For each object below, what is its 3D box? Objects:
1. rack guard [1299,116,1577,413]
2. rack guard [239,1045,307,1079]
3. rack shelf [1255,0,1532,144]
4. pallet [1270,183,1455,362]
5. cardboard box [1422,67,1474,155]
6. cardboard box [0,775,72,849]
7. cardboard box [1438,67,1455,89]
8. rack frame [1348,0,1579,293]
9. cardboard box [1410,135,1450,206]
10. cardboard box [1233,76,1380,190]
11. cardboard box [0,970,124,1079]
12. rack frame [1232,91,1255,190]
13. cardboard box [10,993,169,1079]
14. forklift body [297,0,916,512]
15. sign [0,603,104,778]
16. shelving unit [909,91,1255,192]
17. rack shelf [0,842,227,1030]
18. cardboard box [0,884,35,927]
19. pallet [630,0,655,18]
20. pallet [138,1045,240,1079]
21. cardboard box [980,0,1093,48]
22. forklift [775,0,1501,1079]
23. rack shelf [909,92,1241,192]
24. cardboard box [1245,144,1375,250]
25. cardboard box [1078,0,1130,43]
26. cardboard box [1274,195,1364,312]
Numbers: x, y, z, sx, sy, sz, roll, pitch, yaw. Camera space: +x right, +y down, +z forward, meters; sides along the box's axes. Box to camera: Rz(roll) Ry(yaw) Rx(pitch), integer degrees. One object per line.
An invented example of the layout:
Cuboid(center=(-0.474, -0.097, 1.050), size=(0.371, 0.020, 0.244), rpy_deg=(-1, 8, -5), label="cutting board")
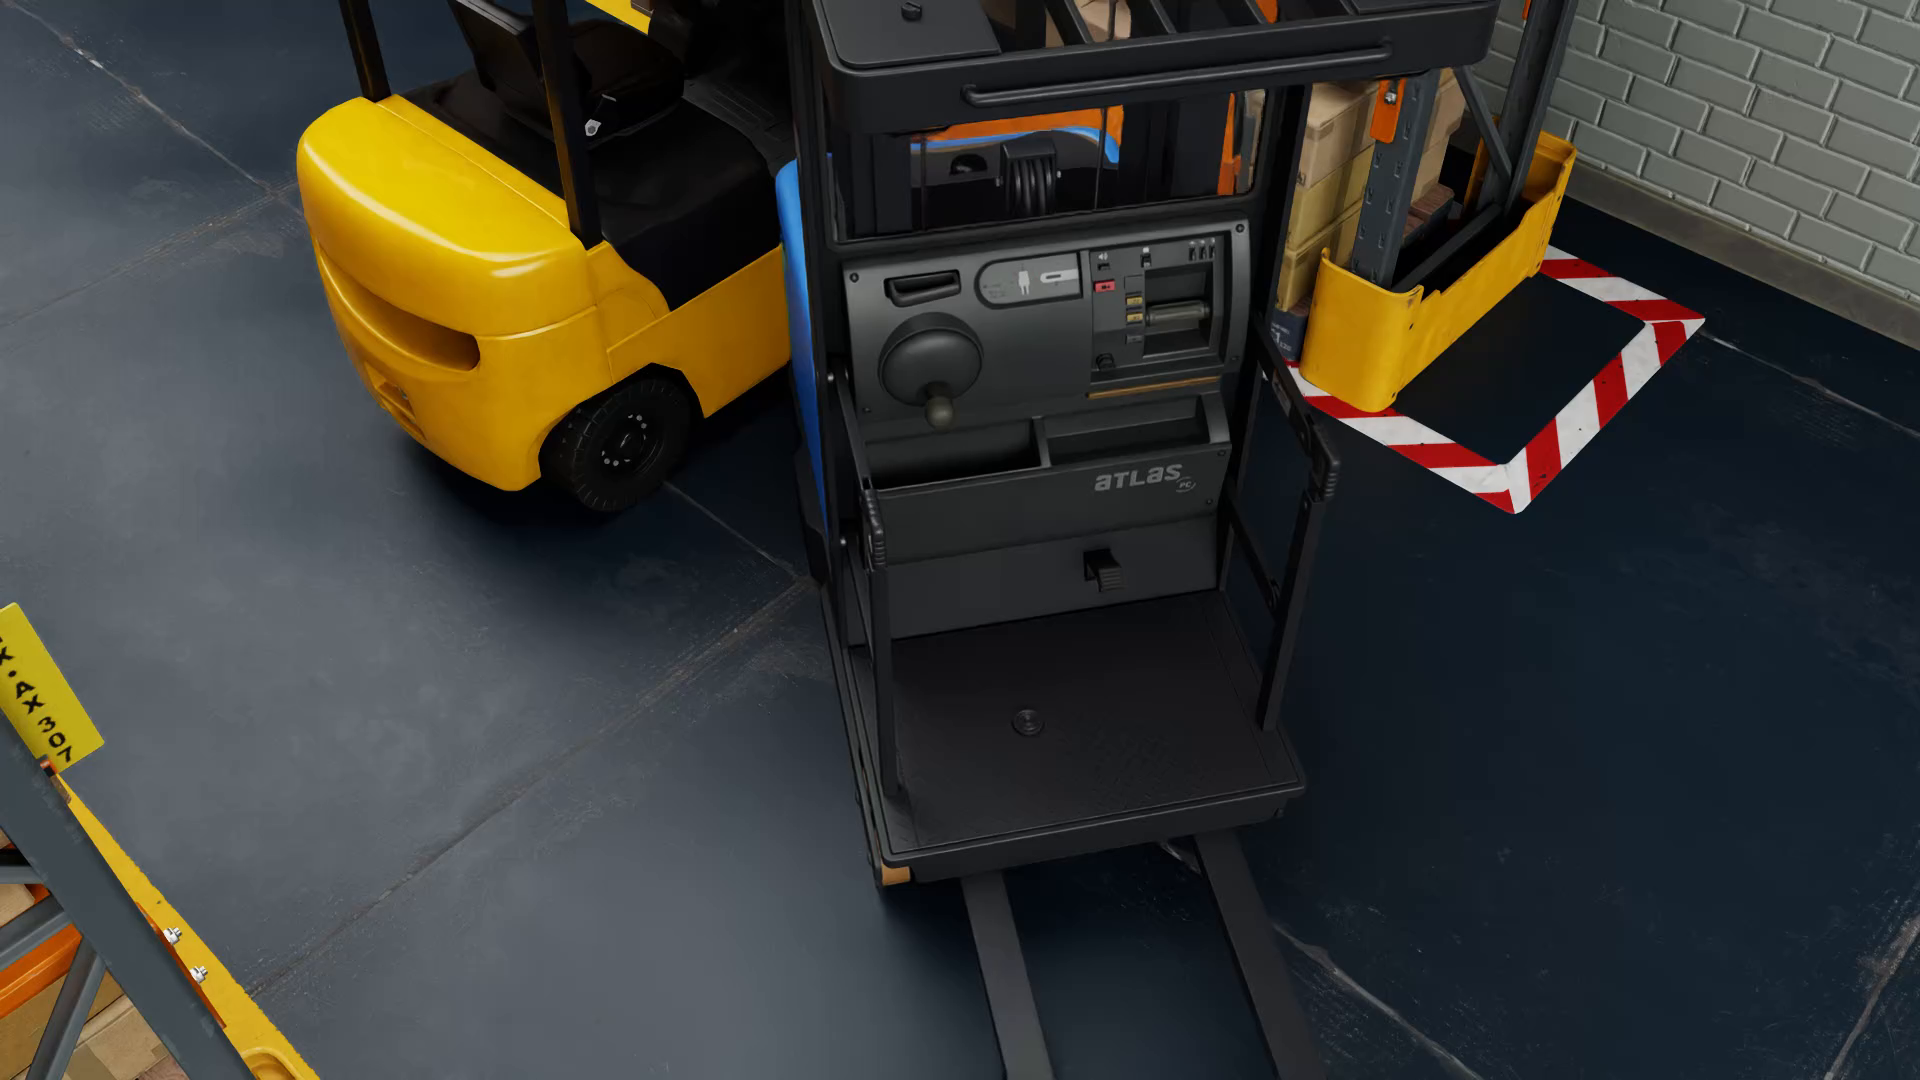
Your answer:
Cuboid(center=(1.677, -0.983, 5.830), size=(0.348, 0.500, 1.175), rpy_deg=(34, 55, 28), label="rack guard")
Cuboid(center=(-1.760, 1.629, 3.378), size=(0.348, 0.500, 1.175), rpy_deg=(34, 55, 28), label="rack guard")
Cuboid(center=(0.190, -2.593, 6.120), size=(4.000, 0.370, 1.077), rpy_deg=(34, 55, 28), label="rack shelf")
Cuboid(center=(1.069, -1.251, 6.280), size=(1.213, 0.211, 1.003), rpy_deg=(34, 55, 28), label="pallet")
Cuboid(center=(1.455, -1.567, 5.919), size=(0.500, 0.250, 0.500), rpy_deg=(35, 56, 28), label="cardboard box")
Cuboid(center=(-1.864, 0.292, 2.646), size=(0.500, 0.500, 0.500), rpy_deg=(33, 55, 27), label="cardboard box")
Cuboid(center=(1.435, -1.734, 5.733), size=(0.500, 0.250, 0.500), rpy_deg=(33, 55, 27), label="cardboard box")
Cuboid(center=(1.659, -1.850, 4.930), size=(0.127, 3.000, 1.000), rpy_deg=(34, 55, 28), label="rack frame")
Cuboid(center=(1.431, -1.400, 6.105), size=(0.500, 0.250, 0.500), rpy_deg=(34, 56, 28), label="cardboard box")
Cuboid(center=(1.109, -1.455, 5.471), size=(0.500, 0.250, 0.500), rpy_deg=(36, 56, 29), label="cardboard box")
Cuboid(center=(-2.127, 0.793, 3.531), size=(0.500, 0.500, 0.500), rpy_deg=(32, 55, 27), label="cardboard box")
Cuboid(center=(0.866, -0.984, 5.374), size=(0.032, 1.125, 0.500), rpy_deg=(5, 44, 5), label="rack frame")
Cuboid(center=(-2.110, 1.061, 3.794), size=(0.500, 0.250, 0.500), rpy_deg=(33, 55, 27), label="cardboard box")
Cuboid(center=(-0.971, -1.520, 5.202), size=(1.214, 2.155, 2.313), rpy_deg=(34, 55, 28), label="forklift body")
Cuboid(center=(-1.337, 0.224, 2.388), size=(0.005, 0.325, 0.100), rpy_deg=(34, 55, 28), label="sign")
Cuboid(center=(0.362, -1.033, 5.421), size=(1.048, 1.125, 0.538), rpy_deg=(5, 44, 5), label="shelving unit")
Cuboid(center=(-3.174, 0.068, 3.622), size=(4.000, 0.370, 1.077), rpy_deg=(34, 55, 28), label="rack shelf")
Cuboid(center=(-1.814, 0.618, 2.784), size=(0.250, 0.149, 0.380), rpy_deg=(34, 55, 28), label="cardboard box")
Cuboid(center=(-0.724, -2.458, 7.413), size=(1.213, 0.211, 1.003), rpy_deg=(34, 55, 28), label="pallet")
Cuboid(center=(-2.333, 1.307, 3.878), size=(1.213, 0.211, 1.003), rpy_deg=(34, 55, 28), label="pallet")
Cuboid(center=(0.353, -1.949, 5.935), size=(0.500, 0.250, 0.500), rpy_deg=(35, 56, 28), label="cardboard box")
Cuboid(center=(0.251, -0.398, 3.614), size=(1.130, 2.935, 3.031), rpy_deg=(-9, 47, -8), label="forklift")
Cuboid(center=(0.364, -1.245, 5.220), size=(1.000, 0.278, 0.538), rpy_deg=(5, 44, 5), label="rack shelf")
Cuboid(center=(1.090, -1.297, 5.665), size=(0.500, 0.250, 0.500), rpy_deg=(33, 55, 27), label="cardboard box")
Cuboid(center=(0.730, -1.705, 5.705), size=(0.500, 0.250, 0.500), rpy_deg=(35, 56, 28), label="cardboard box")
Cuboid(center=(1.100, -1.116, 5.838), size=(0.500, 0.250, 0.500), rpy_deg=(34, 56, 28), label="cardboard box")
